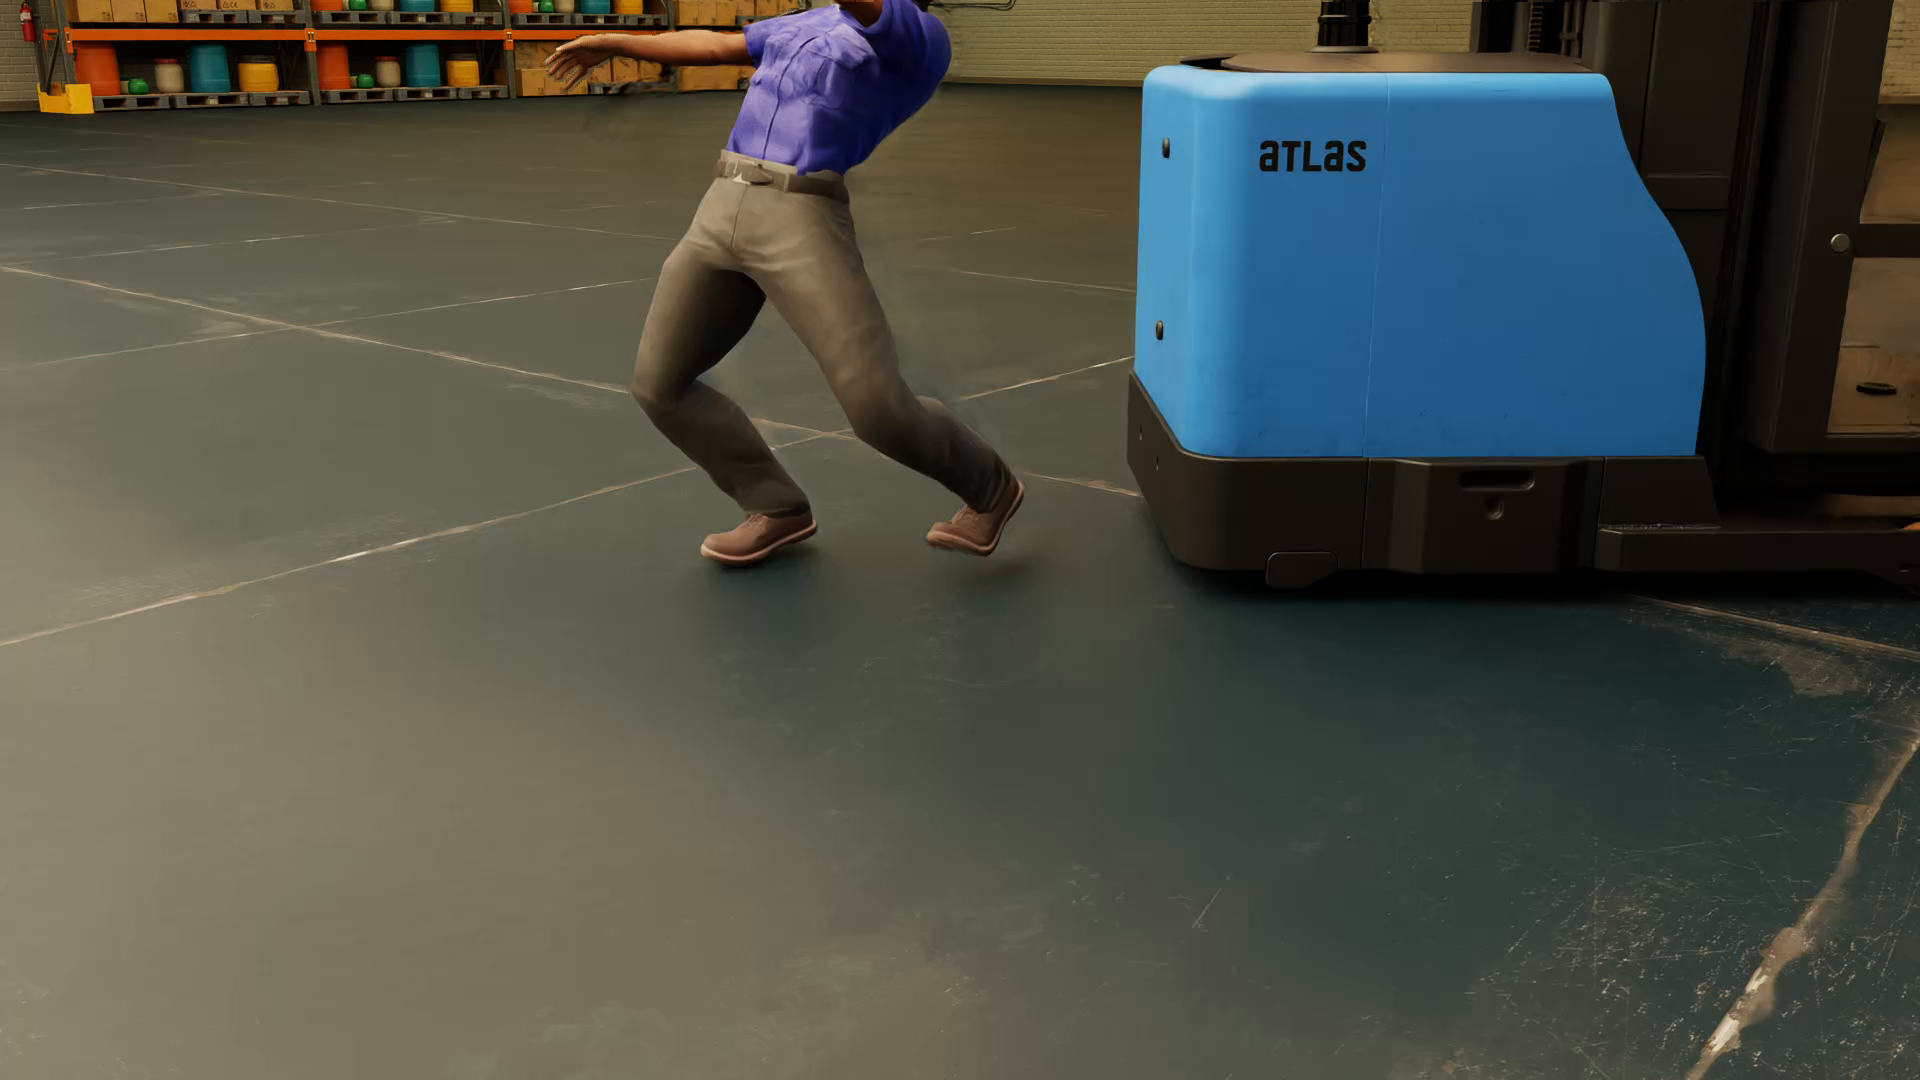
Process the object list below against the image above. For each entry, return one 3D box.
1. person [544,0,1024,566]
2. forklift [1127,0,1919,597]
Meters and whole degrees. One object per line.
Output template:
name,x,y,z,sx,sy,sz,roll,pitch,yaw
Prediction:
person,-0.436,-0.668,3.561,1.016,1.479,0.693,12,21,35
forklift,1.963,-1.429,3.604,3.031,2.935,1.130,0,17,-1
